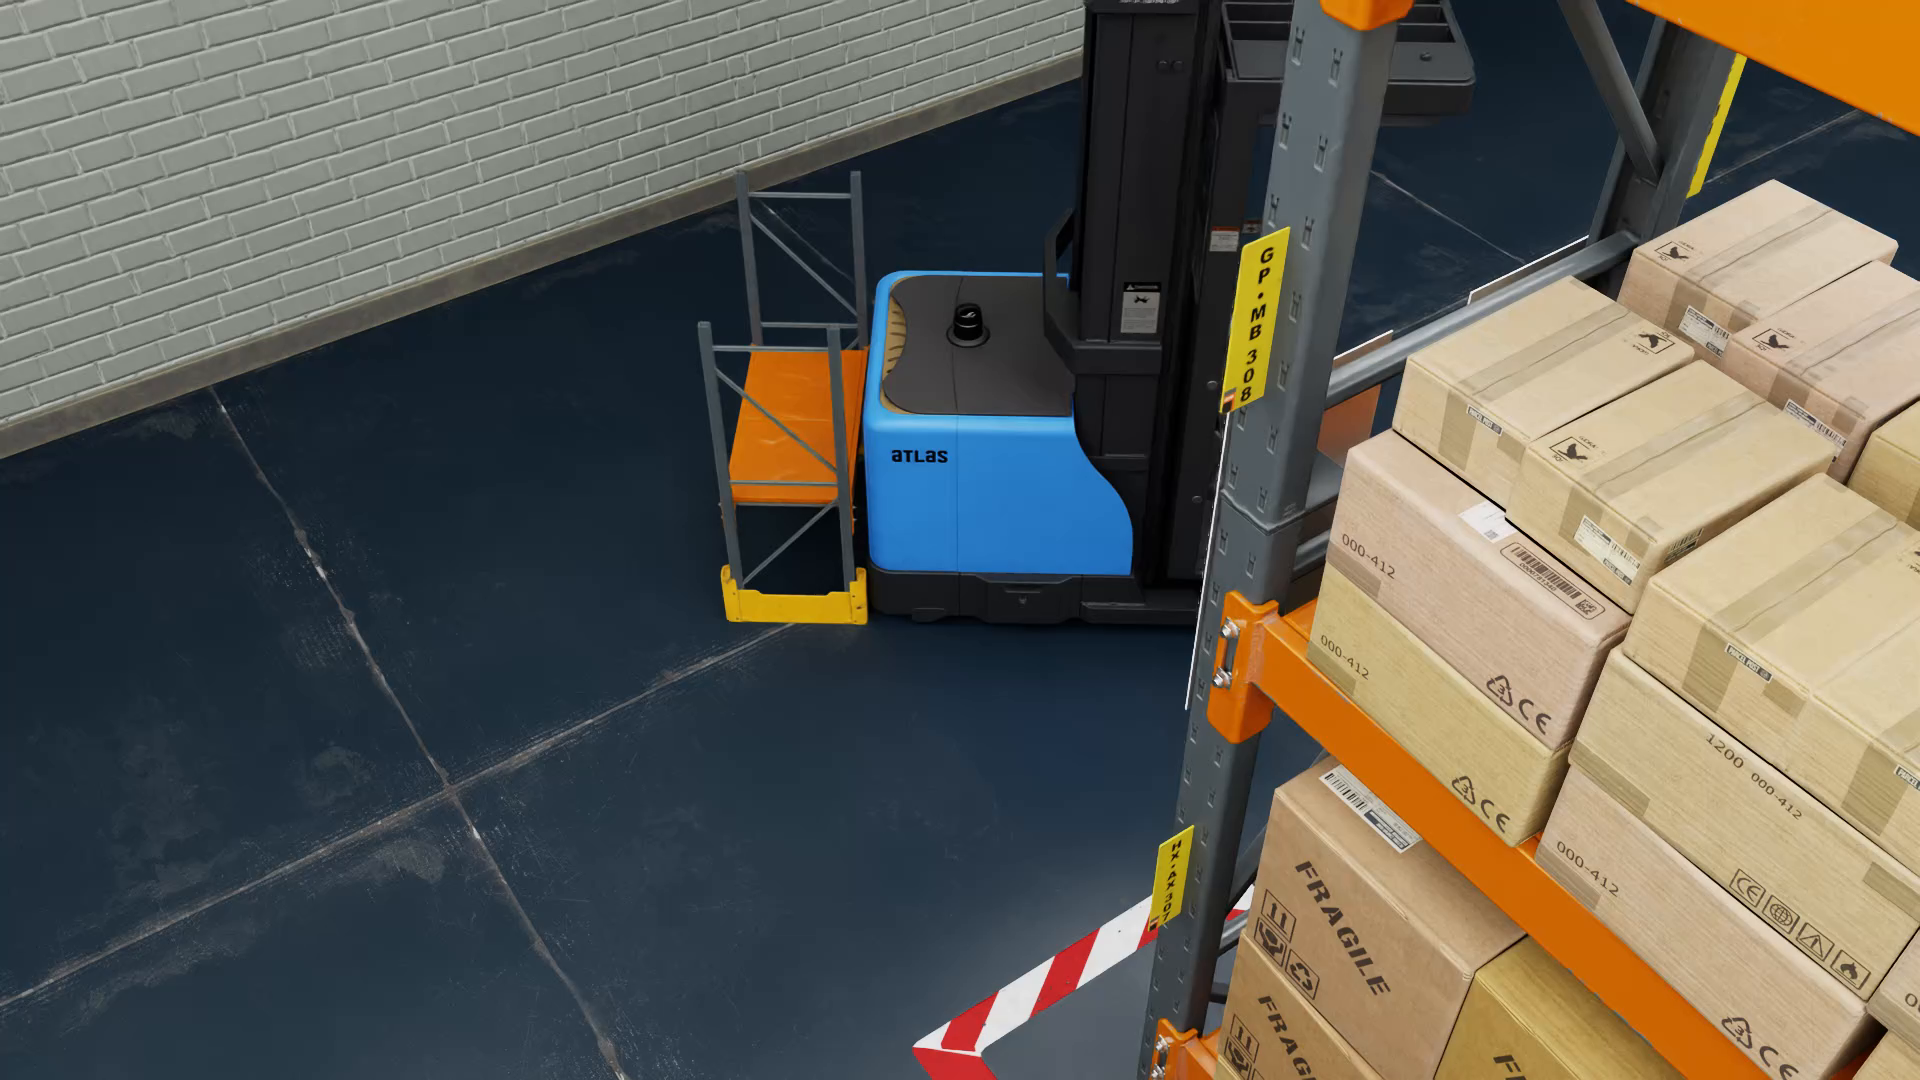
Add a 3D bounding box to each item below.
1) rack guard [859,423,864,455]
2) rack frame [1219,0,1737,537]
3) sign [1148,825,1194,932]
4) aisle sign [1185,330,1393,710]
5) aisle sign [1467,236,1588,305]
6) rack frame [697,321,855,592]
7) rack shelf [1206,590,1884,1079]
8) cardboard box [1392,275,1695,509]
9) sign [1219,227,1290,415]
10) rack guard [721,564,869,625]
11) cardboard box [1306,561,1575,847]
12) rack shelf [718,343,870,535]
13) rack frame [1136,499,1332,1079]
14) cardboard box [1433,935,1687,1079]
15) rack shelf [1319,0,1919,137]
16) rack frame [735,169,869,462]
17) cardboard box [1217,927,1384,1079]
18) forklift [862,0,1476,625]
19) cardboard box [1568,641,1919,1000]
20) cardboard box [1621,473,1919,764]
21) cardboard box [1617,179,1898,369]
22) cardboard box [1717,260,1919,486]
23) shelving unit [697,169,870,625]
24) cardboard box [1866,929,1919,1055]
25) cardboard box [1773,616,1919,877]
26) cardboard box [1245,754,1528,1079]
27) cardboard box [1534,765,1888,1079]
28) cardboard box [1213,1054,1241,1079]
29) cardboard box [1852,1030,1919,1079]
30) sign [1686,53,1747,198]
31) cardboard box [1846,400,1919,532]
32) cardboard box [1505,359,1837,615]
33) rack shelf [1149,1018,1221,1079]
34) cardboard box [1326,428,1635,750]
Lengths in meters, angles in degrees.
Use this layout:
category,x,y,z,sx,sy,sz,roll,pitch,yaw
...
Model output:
category,x,y,z,sx,sy,sz,roll,pitch,yaw
rack guard,-0.643,-0.463,7.545,0.587,0.250,0.087,1,44,1
rack frame,0.910,-1.324,2.111,1.000,3.000,0.127,-26,49,-24
sign,0.465,0.747,3.659,0.100,0.325,0.005,-26,49,-24
aisle sign,0.622,-0.017,3.204,0.394,0.787,0.004,-26,49,-24
aisle sign,1.114,-0.254,3.452,0.394,0.787,0.004,-26,49,-24
rack frame,-0.675,-0.214,6.379,0.500,1.500,0.032,1,44,1
rack shelf,2.054,1.154,2.209,1.077,0.370,4.000,-26,49,-24
cardboard box,0.909,-0.236,2.602,0.380,0.149,0.250,-26,49,-25
sign,0.465,-0.341,2.620,0.100,0.325,0.005,-26,49,-24
rack guard,-0.675,0.224,6.825,0.587,0.250,0.087,1,44,1
cardboard box,0.957,0.171,2.826,0.500,0.250,0.500,-24,49,-23
rack shelf,-0.659,-0.435,6.871,0.538,0.185,1.000,1,44,1
rack frame,0.910,0.846,4.182,1.000,3.000,0.127,-26,49,-24
cardboard box,1.243,0.983,3.027,0.500,0.500,0.500,-24,49,-23
rack shelf,2.054,0.070,1.174,1.077,0.370,4.000,-26,49,-24
rack frame,-0.643,-0.916,7.114,0.500,1.500,0.032,1,44,1
cardboard box,0.940,1.066,3.665,0.500,0.500,0.500,-23,48,-23
forklift,1.147,-1.039,6.207,3.031,2.935,1.130,1,44,1
cardboard box,1.248,0.281,2.349,0.500,0.250,0.500,-26,50,-25
cardboard box,1.135,0.098,2.252,0.380,0.149,0.250,-26,49,-24
cardboard box,1.341,-0.438,2.813,0.380,0.149,0.250,-26,50,-25
cardboard box,1.420,-0.268,2.635,0.380,0.149,0.250,-25,49,-24
shelving unit,-0.659,-0.571,6.753,0.587,1.500,1.083,1,44,1
cardboard box,1.527,0.572,2.044,0.500,0.250,0.500,-25,49,-24
cardboard box,1.274,0.236,2.107,0.380,0.149,0.250,-25,49,-24
cardboard box,0.949,0.700,3.324,0.500,0.500,0.500,-26,49,-25
cardboard box,1.255,0.471,2.512,0.500,0.250,0.500,-24,49,-23
cardboard box,0.827,1.250,3.941,0.380,0.149,0.250,-26,49,-25
cardboard box,1.560,0.757,2.212,0.500,0.250,0.500,-27,50,-26
sign,1.377,-0.767,3.059,0.100,0.325,0.005,-26,49,-24
cardboard box,1.550,-0.114,2.474,0.380,0.149,0.250,-27,50,-26
cardboard box,1.040,-0.085,2.443,0.380,0.149,0.250,-24,49,-23
rack shelf,2.054,2.239,3.244,1.077,0.370,4.000,-26,49,-24
cardboard box,0.954,-0.009,2.652,0.500,0.250,0.500,-25,49,-24
